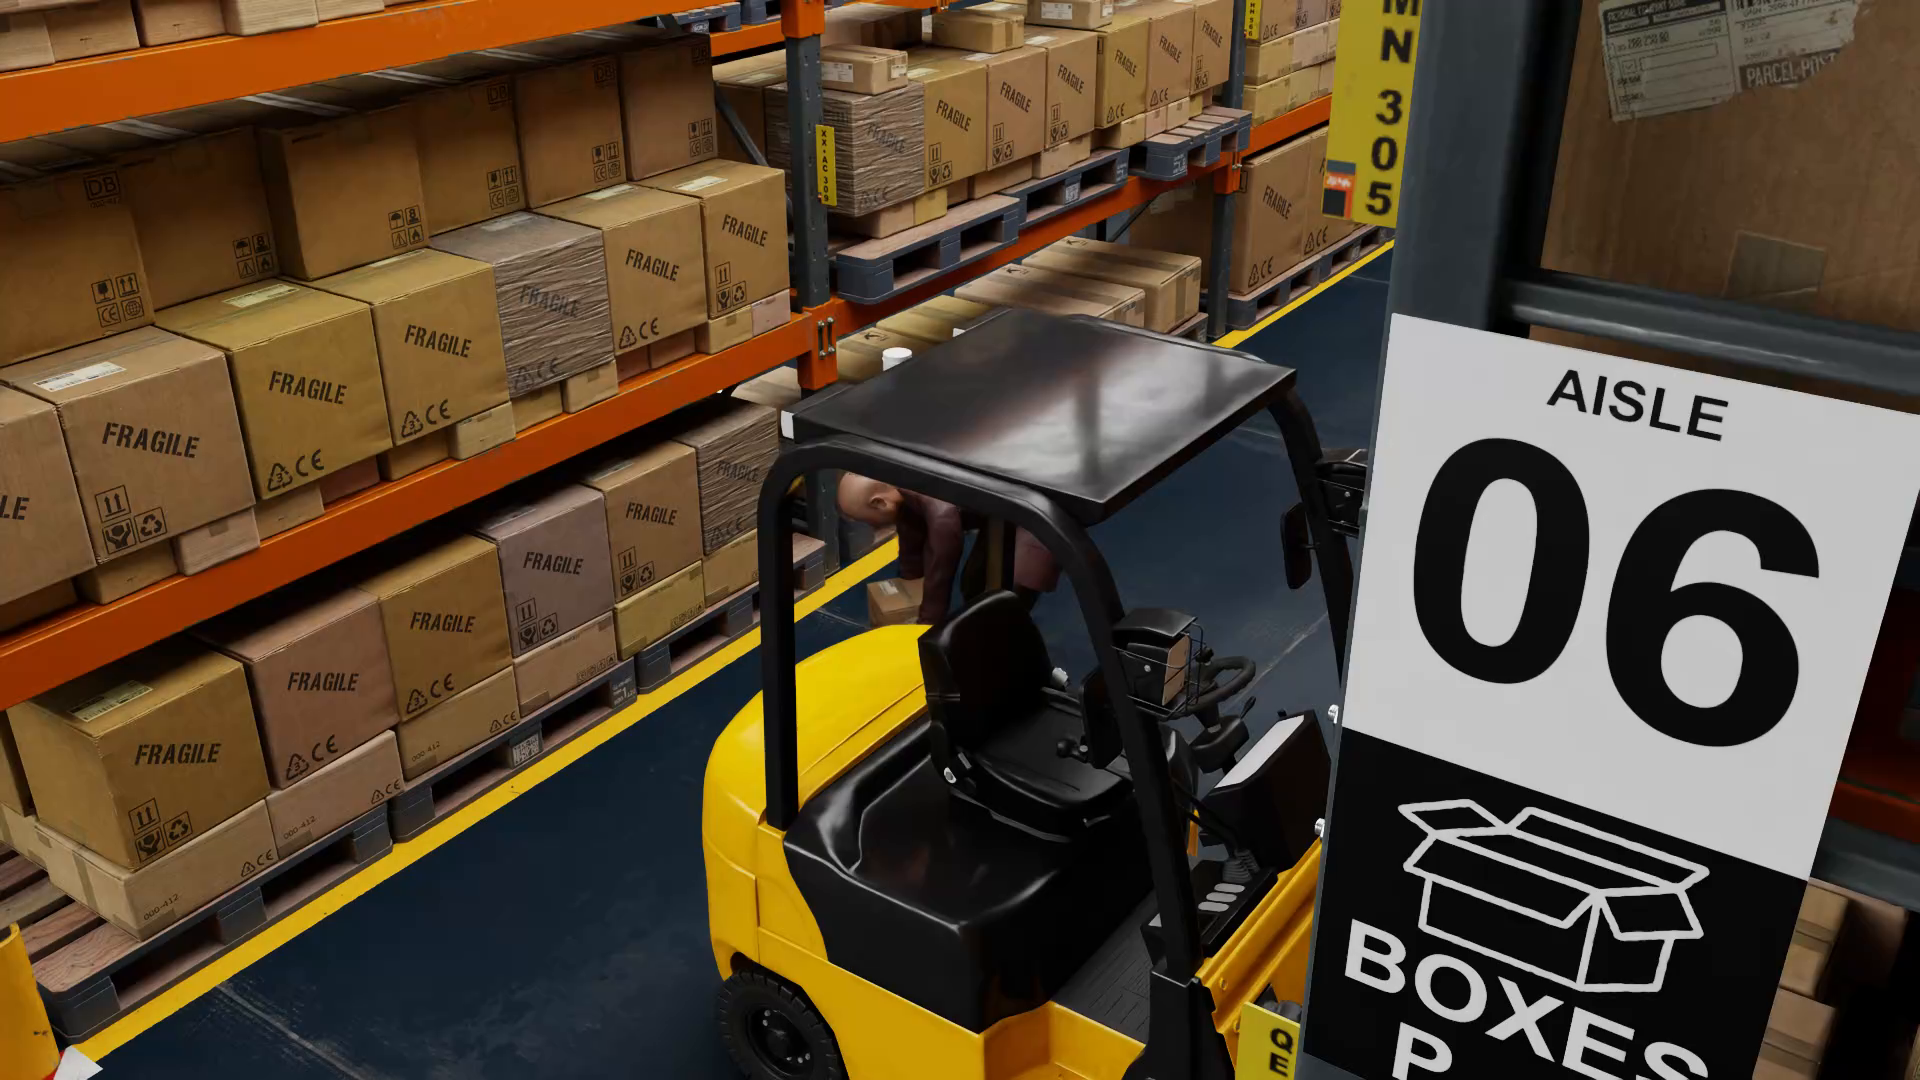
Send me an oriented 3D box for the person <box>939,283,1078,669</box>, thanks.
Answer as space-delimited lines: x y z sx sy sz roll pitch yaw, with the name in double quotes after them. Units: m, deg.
0.157 -0.117 6.373 0.563 1.770 0.529 -8 28 -15 "person"
